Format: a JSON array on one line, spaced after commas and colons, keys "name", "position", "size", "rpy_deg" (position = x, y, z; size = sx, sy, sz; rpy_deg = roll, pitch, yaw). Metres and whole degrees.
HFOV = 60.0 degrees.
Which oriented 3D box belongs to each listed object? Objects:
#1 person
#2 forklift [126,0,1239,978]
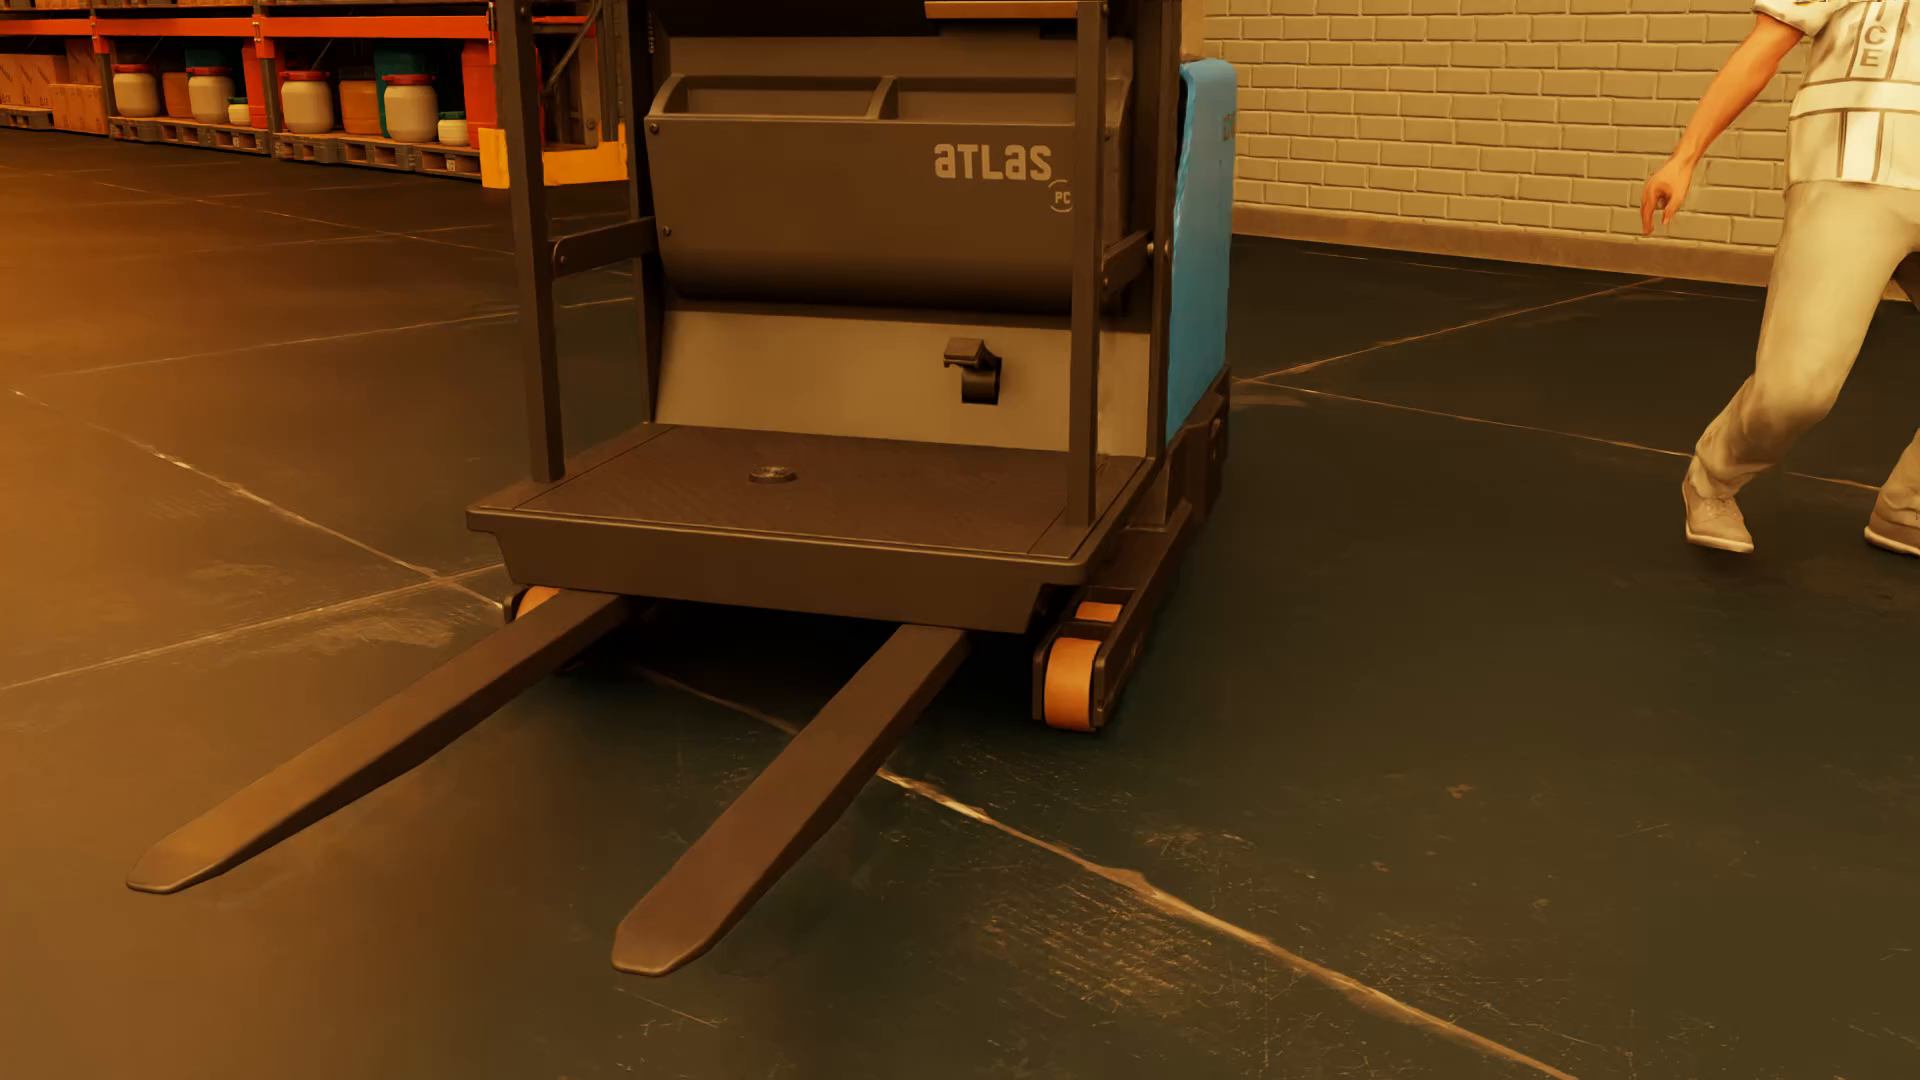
[{"name": "person", "position": [-17.965, -5.292, 5.805], "size": [40.720, 9.012, 7.222], "rpy_deg": [0, 17, 1]}, {"name": "forklift", "position": [-0.200, -1.200, 2.811], "size": [1.130, 2.935, 3.031], "rpy_deg": [5, 18, 16]}]
